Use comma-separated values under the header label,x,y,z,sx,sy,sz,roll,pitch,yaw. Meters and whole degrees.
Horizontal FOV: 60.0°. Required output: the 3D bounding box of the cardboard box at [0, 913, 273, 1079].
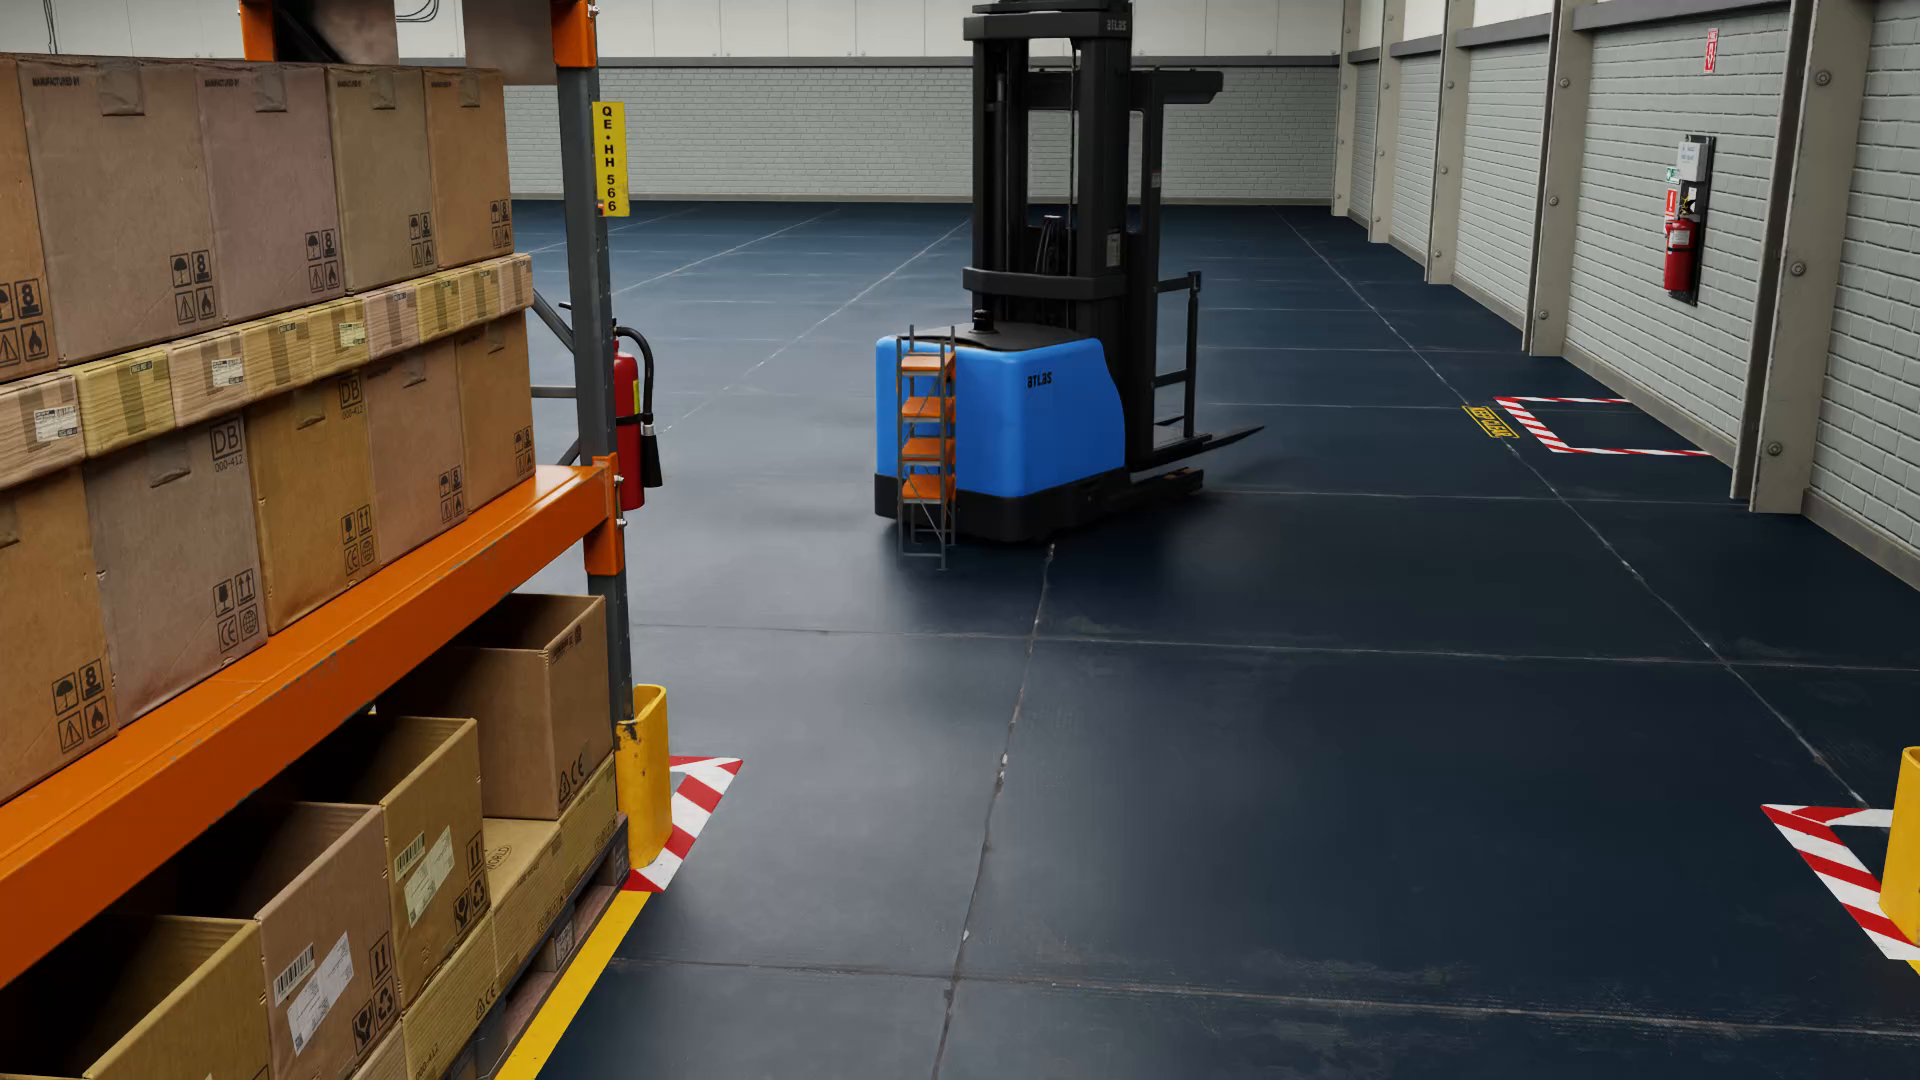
label,x,y,z,sx,sy,sz,roll,pitch,yaw
cardboard box,-1.531,0.976,2.831,0.500,0.500,0.500,2,15,6

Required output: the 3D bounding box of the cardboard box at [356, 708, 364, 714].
label,x,y,z,sx,sy,sz,roll,pitch,yaw
cardboard box,-1.892,0.572,4.328,0.500,0.500,0.500,2,15,6

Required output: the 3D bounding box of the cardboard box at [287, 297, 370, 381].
label,x,y,z,sx,sy,sz,roll,pitch,yaw
cardboard box,-1.526,-0.442,3.617,0.380,0.149,0.250,2,15,8

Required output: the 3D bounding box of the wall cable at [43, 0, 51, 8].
label,x,y,z,sx,sy,sz,roll,pitch,yaw
wall cable,-19.432,-13.290,37.346,3.097,2.526,0.112,2,15,6

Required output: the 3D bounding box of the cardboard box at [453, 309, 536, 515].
label,x,y,z,sx,sy,sz,roll,pitch,yaw
cardboard box,-1.621,-0.381,4.632,0.700,0.500,0.500,2,15,6

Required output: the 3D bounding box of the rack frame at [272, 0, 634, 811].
label,x,y,z,sx,sy,sz,roll,pitch,yaw
rack frame,-1.556,-0.453,5.091,1.000,3.000,0.127,2,15,6

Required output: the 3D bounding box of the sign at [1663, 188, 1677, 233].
label,x,y,z,sx,sy,sz,roll,pitch,yaw
sign,5.306,-2.455,12.425,0.001,0.329,0.234,2,15,6

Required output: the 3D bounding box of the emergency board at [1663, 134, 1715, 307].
label,x,y,z,sx,sy,sz,roll,pitch,yaw
emergency board,5.141,-2.297,11.911,0.194,1.169,0.643,2,15,6

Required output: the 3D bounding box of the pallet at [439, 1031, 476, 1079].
label,x,y,z,sx,sy,sz,roll,pitch,yaw
pallet,-1.740,1.408,3.550,1.003,0.211,1.213,2,15,6

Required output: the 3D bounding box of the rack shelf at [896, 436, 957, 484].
label,x,y,z,sx,sy,sz,roll,pitch,yaw
rack shelf,-0.171,-0.421,8.679,0.258,0.148,0.480,2,15,6

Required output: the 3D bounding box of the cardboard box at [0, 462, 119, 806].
label,x,y,z,sx,sy,sz,roll,pitch,yaw
cardboard box,-1.849,0.154,2.655,0.700,0.500,0.500,2,15,7

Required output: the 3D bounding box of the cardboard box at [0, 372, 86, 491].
label,x,y,z,sx,sy,sz,roll,pitch,yaw
cardboard box,-1.643,-0.175,2.630,0.380,0.149,0.250,1,15,5

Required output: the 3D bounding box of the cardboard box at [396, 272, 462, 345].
label,x,y,z,sx,sy,sz,roll,pitch,yaw
cardboard box,-1.466,-0.576,4.110,0.380,0.149,0.250,1,15,5

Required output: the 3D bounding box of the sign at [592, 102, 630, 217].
label,x,y,z,sx,sy,sz,roll,pitch,yaw
sign,-1.018,-1.107,4.837,0.100,0.325,0.005,2,15,6

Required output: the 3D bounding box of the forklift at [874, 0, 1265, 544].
label,x,y,z,sx,sy,sz,roll,pitch,yaw
forklift,0.835,-1.716,9.892,1.130,2.935,3.031,12,19,38

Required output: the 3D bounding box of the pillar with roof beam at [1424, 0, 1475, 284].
label,x,y,z,sx,sy,sz,roll,pitch,yaw
pillar with roof beam,1.901,-7.792,20.741,9.100,9.000,0.400,2,15,6

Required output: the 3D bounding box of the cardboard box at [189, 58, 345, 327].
label,x,y,z,sx,sy,sz,roll,pitch,yaw
cardboard box,-1.737,-0.726,3.423,0.700,0.500,0.500,2,15,6

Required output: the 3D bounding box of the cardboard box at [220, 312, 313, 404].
label,x,y,z,sx,sy,sz,roll,pitch,yaw
cardboard box,-1.554,-0.374,3.364,0.380,0.149,0.250,2,15,8

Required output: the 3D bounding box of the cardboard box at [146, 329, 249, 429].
label,x,y,z,sx,sy,sz,roll,pitch,yaw
cardboard box,-1.582,-0.307,3.118,0.380,0.149,0.250,1,15,5

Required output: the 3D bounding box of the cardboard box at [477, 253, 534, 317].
label,x,y,z,sx,sy,sz,roll,pitch,yaw
cardboard box,-1.409,-0.710,4.606,0.380,0.149,0.250,1,15,5

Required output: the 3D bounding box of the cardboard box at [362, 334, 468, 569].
label,x,y,z,sx,sy,sz,roll,pitch,yaw
cardboard box,-1.675,-0.244,4.128,0.700,0.500,0.500,2,15,8

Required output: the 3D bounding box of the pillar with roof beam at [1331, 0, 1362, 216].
label,x,y,z,sx,sy,sz,roll,pitch,yaw
pillar with roof beam,3.255,-10.905,32.251,9.100,9.000,0.400,2,15,6

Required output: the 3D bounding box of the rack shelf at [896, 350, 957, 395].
label,x,y,z,sx,sy,sz,roll,pitch,yaw
rack shelf,-0.171,-0.865,8.559,0.258,0.148,0.480,2,15,6

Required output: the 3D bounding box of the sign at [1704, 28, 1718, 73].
label,x,y,z,sx,sy,sz,roll,pitch,yaw
sign,5.241,-3.415,11.605,0.001,0.298,0.199,2,15,6

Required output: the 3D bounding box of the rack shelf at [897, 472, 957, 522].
label,x,y,z,sx,sy,sz,roll,pitch,yaw
rack shelf,-0.171,-0.230,8.731,0.258,0.148,0.480,2,15,6

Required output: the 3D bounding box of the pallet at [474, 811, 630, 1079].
label,x,y,z,sx,sy,sz,roll,pitch,yaw
pallet,-1.600,1.092,4.717,1.003,0.211,1.213,2,15,6

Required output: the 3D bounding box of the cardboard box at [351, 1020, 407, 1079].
label,x,y,z,sx,sy,sz,roll,pitch,yaw
cardboard box,-1.480,1.209,3.409,0.500,0.250,0.500,2,15,6

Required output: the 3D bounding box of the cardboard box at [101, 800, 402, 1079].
label,x,y,z,sx,sy,sz,roll,pitch,yaw
cardboard box,-1.476,0.847,3.311,0.500,0.500,0.500,2,15,6

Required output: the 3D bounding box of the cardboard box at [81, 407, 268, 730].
label,x,y,z,sx,sy,sz,roll,pitch,yaw
cardboard box,-1.793,0.021,3.147,0.700,0.500,0.500,2,15,8

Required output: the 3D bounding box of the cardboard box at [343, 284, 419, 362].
label,x,y,z,sx,sy,sz,roll,pitch,yaw
cardboard box,-1.497,-0.510,3.869,0.380,0.149,0.250,2,15,7

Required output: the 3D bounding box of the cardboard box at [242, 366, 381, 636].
label,x,y,z,sx,sy,sz,roll,pitch,yaw
cardboard box,-1.737,-0.116,3.652,0.700,0.500,0.500,2,15,7

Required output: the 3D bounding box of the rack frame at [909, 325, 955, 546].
label,x,y,z,sx,sy,sz,roll,pitch,yaw
rack frame,-0.146,-0.550,8.896,0.240,1.200,0.015,2,15,6

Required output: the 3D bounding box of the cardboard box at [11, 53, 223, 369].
label,x,y,z,sx,sy,sz,roll,pitch,yaw
cardboard box,-1.793,-0.596,2.943,0.700,0.500,0.500,2,15,6

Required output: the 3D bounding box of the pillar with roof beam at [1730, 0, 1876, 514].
label,x,y,z,sx,sy,sz,roll,pitch,yaw
pillar with roof beam,0.547,-4.680,9.231,9.100,9.000,0.400,2,15,6

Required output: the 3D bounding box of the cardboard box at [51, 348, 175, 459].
label,x,y,z,sx,sy,sz,roll,pitch,yaw
cardboard box,-1.613,-0.243,2.880,0.380,0.149,0.250,2,15,6

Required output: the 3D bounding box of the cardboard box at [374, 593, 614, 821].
label,x,y,z,sx,sy,sz,roll,pitch,yaw
cardboard box,-1.320,0.457,4.751,0.500,0.500,0.500,2,15,6

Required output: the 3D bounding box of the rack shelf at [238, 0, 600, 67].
label,x,y,z,sx,sy,sz,roll,pitch,yaw
rack shelf,-1.781,-1.035,2.875,1.077,0.370,4.000,2,15,6

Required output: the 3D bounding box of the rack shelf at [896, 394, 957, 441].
label,x,y,z,sx,sy,sz,roll,pitch,yaw
rack shelf,-0.171,-0.637,8.620,0.258,0.148,0.480,2,15,6

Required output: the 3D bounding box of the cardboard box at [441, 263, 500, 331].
label,x,y,z,sx,sy,sz,roll,pitch,yaw
cardboard box,-1.437,-0.642,4.355,0.380,0.149,0.250,2,15,8

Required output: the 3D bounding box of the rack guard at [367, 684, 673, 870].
label,x,y,z,sx,sy,sz,roll,pitch,yaw
rack guard,-1.553,0.747,5.441,1.175,0.500,0.348,2,15,6

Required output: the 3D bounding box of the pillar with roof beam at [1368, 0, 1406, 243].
label,x,y,z,sx,sy,sz,roll,pitch,yaw
pillar with roof beam,2.578,-9.349,26.496,9.100,9.000,0.400,2,15,6

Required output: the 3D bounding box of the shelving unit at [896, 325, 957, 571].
label,x,y,z,sx,sy,sz,roll,pitch,yaw
shelving unit,-0.171,-0.486,8.661,0.258,1.200,0.503,2,15,6

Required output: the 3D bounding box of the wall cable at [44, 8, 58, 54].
label,x,y,z,sx,sy,sz,roll,pitch,yaw
wall cable,-22.120,-10.932,38.300,3.097,2.526,0.112,2,15,6

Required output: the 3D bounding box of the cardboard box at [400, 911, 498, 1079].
label,x,y,z,sx,sy,sz,roll,pitch,yaw
cardboard box,-1.422,1.079,3.888,0.500,0.250,0.500,2,15,6

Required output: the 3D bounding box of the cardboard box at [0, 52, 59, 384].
label,x,y,z,sx,sy,sz,roll,pitch,yaw
cardboard box,-1.850,-0.466,2.464,0.700,0.500,0.500,2,15,6

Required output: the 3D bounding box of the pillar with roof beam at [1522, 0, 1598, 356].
label,x,y,z,sx,sy,sz,roll,pitch,yaw
pillar with roof beam,1.224,-6.236,14.986,9.100,9.000,0.400,2,15,6

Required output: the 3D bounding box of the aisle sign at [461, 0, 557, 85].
label,x,y,z,sx,sy,sz,roll,pitch,yaw
aisle sign,-1.256,-1.716,4.783,0.394,0.787,0.004,2,15,6

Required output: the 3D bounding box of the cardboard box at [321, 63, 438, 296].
label,x,y,z,sx,sy,sz,roll,pitch,yaw
cardboard box,-1.681,-0.857,3.907,0.700,0.500,0.500,1,15,5

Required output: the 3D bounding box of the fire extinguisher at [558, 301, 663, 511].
label,x,y,z,sx,sy,sz,roll,pitch,yaw
fire extinguisher,-1.081,-0.433,5.164,0.296,0.674,0.183,2,15,6

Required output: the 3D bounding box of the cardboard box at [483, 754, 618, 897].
label,x,y,z,sx,sy,sz,roll,pitch,yaw
cardboard box,-1.322,0.819,4.849,0.500,0.250,0.500,2,15,6

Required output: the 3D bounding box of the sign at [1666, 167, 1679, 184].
label,x,y,z,sx,sy,sz,roll,pitch,yaw
sign,5.297,-2.710,12.353,0.001,0.109,0.331,2,15,6

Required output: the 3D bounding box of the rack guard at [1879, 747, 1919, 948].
label,x,y,z,sx,sy,sz,roll,pitch,yaw
rack guard,3.358,0.918,4.809,1.175,0.500,0.348,2,15,6

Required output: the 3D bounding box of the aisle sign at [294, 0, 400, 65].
label,x,y,z,sx,sy,sz,roll,pitch,yaw
aisle sign,-1.852,-1.734,4.848,0.394,0.787,0.004,2,15,6

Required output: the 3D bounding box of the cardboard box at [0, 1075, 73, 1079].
label,x,y,z,sx,sy,sz,roll,pitch,yaw
cardboard box,-1.595,1.106,2.352,0.500,0.500,0.500,2,15,6

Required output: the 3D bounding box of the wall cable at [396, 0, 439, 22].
label,x,y,z,sx,sy,sz,roll,pitch,yaw
wall cable,-12.689,-13.789,36.401,2.305,6.003,0.169,2,15,6

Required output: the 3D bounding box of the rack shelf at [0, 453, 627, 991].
label,x,y,z,sx,sy,sz,roll,pitch,yaw
rack shelf,-1.781,0.413,3.267,1.077,0.370,4.000,2,15,6

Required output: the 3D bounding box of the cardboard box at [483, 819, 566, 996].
label,x,y,z,sx,sy,sz,roll,pitch,yaw
cardboard box,-1.367,0.949,4.368,0.500,0.250,0.500,2,15,6

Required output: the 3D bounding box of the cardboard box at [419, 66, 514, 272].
label,x,y,z,sx,sy,sz,roll,pitch,yaw
cardboard box,-1.627,-0.993,4.412,0.700,0.500,0.500,2,15,6

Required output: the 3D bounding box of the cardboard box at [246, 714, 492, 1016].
label,x,y,z,sx,sy,sz,roll,pitch,yaw
cardboard box,-1.419,0.717,3.790,0.500,0.500,0.500,2,15,6

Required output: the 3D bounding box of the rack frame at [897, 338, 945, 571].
label,x,y,z,sx,sy,sz,roll,pitch,yaw
rack frame,-0.195,-0.423,8.427,0.240,1.200,0.015,2,15,6
